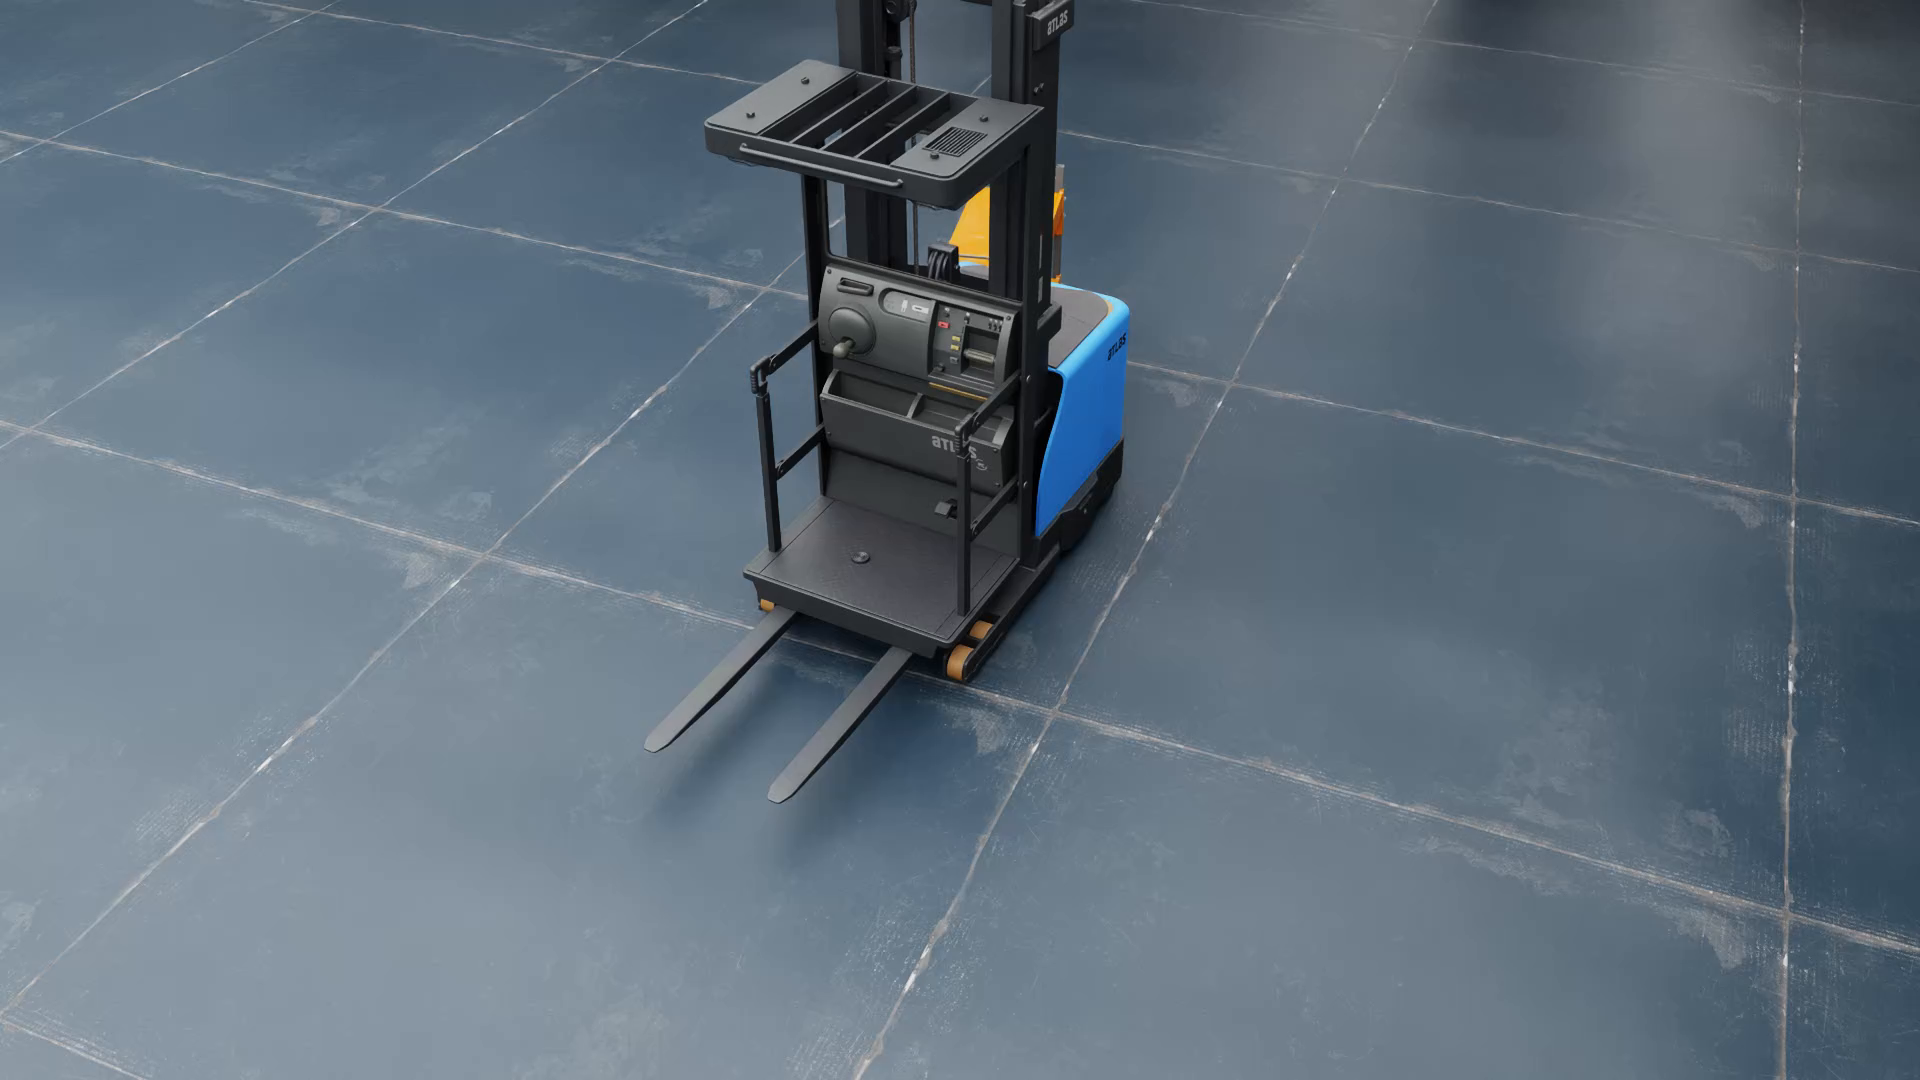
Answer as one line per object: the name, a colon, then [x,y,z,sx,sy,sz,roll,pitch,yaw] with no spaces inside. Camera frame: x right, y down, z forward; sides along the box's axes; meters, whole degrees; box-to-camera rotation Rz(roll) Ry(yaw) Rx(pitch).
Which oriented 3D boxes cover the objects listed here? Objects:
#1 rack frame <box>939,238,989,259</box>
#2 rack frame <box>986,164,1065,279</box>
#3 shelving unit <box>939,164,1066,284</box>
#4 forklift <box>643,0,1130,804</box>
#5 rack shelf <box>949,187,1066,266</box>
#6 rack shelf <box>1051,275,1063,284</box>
rack frame: [0.137,-1.064,8.836,0.500,1.125,0.032,7,37,9]
rack frame: [0.337,-1.661,9.635,0.500,1.125,0.032,7,37,9]
shelving unit: [0.237,-1.363,9.235,0.538,1.125,1.048,7,37,9]
forklift: [-0.295,-0.845,7.034,1.130,2.935,3.031,18,40,22]
rack shelf: [0.237,-1.597,9.060,0.538,0.278,1.000,7,37,9]
rack shelf: [0.237,-1.167,9.382,0.538,0.278,1.000,7,37,9]
